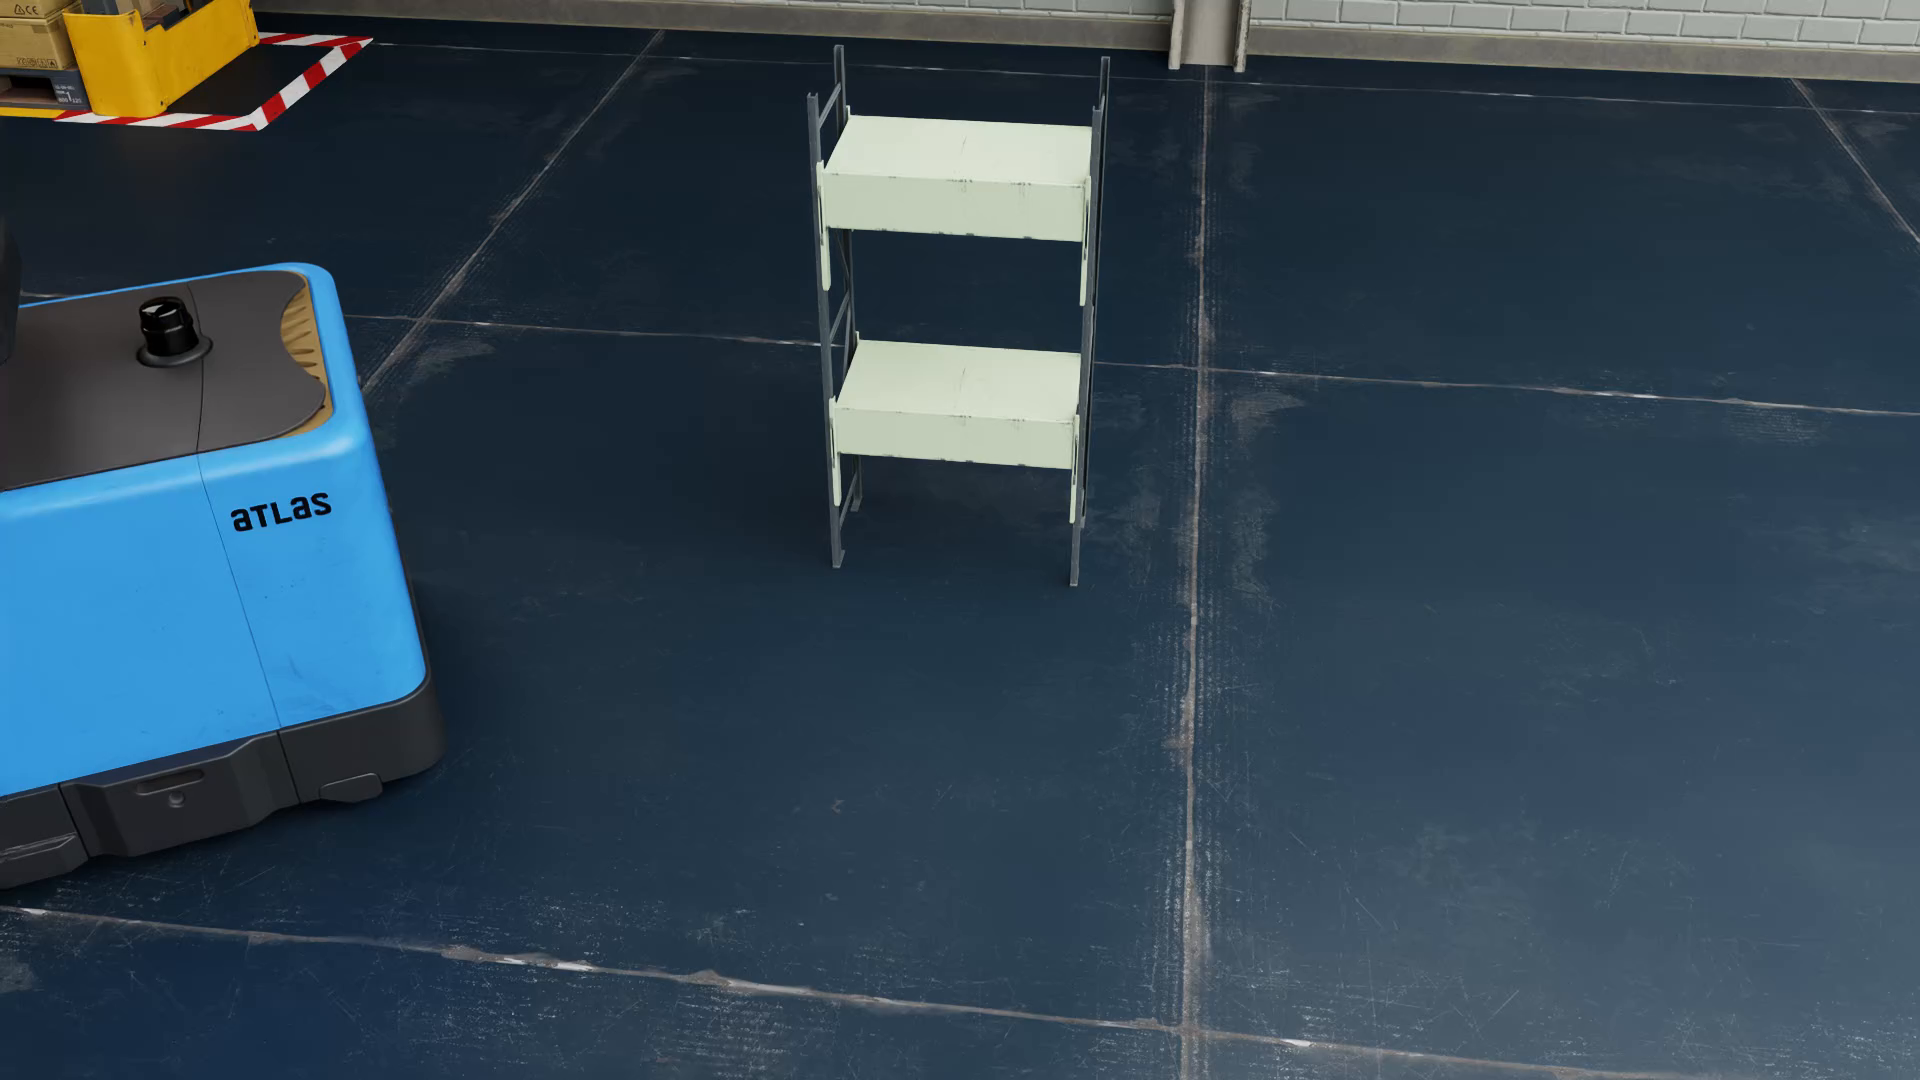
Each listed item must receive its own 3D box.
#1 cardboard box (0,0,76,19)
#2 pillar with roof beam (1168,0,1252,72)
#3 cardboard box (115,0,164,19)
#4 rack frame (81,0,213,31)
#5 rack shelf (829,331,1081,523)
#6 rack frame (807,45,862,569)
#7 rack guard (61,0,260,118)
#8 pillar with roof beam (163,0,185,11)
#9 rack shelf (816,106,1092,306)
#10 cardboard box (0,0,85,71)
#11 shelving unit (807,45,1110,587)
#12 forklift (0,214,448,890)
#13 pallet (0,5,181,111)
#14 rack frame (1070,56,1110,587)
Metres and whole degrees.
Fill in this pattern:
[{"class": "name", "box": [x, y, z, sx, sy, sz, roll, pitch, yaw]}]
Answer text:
[{"class": "cardboard box", "box": [-4.592, -2.747, 8.092, 0.500, 0.250, 0.500, 4, 36, 5]}, {"class": "pillar with roof beam", "box": [0.758, -3.724, 2.722, 0.400, 9.000, 9.100, 4, 36, 6]}, {"class": "cardboard box", "box": [-4.531, -2.837, 8.648, 0.500, 0.250, 0.500, 4, 36, 6]}, {"class": "rack frame", "box": [-4.069, -3.636, 7.762, 0.127, 3.000, 1.000, 4, 36, 6]}, {"class": "rack shelf", "box": [0.007, -0.345, 5.003, 0.720, 0.370, 0.431, 4, 36, 6]}, {"class": "rack frame", "box": [-0.356, -0.637, 4.852, 0.023, 1.500, 0.400, 4, 36, 6]}, {"class": "rack guard", "box": [-4.045, -2.617, 8.486, 0.348, 0.500, 1.175, 4, 36, 6]}, {"class": "pillar with roof beam", "box": [-5.193, -4.168, 3.344, 0.400, 9.000, 9.100, 4, 36, 6]}, {"class": "rack shelf", "box": [0.007, -0.928, 4.587, 0.720, 0.370, 0.431, 4, 36, 6]}, {"class": "cardboard box", "box": [-4.575, -2.540, 8.233, 0.500, 0.250, 0.500, 5, 36, 6]}, {"class": "shelving unit", "box": [0.007, -0.610, 4.814, 0.755, 1.500, 0.431, 4, 36, 6]}, {"class": "forklift", "box": [-2.913, -0.501, 3.429, 3.031, 2.935, 1.130, -13, 38, -18]}, {"class": "pallet", "box": [-4.833, -2.533, 8.618, 1.213, 0.211, 1.003, 4, 36, 6]}, {"class": "rack frame", "box": [0.370, -0.583, 4.776, 0.023, 1.500, 0.400, 4, 36, 6]}]
